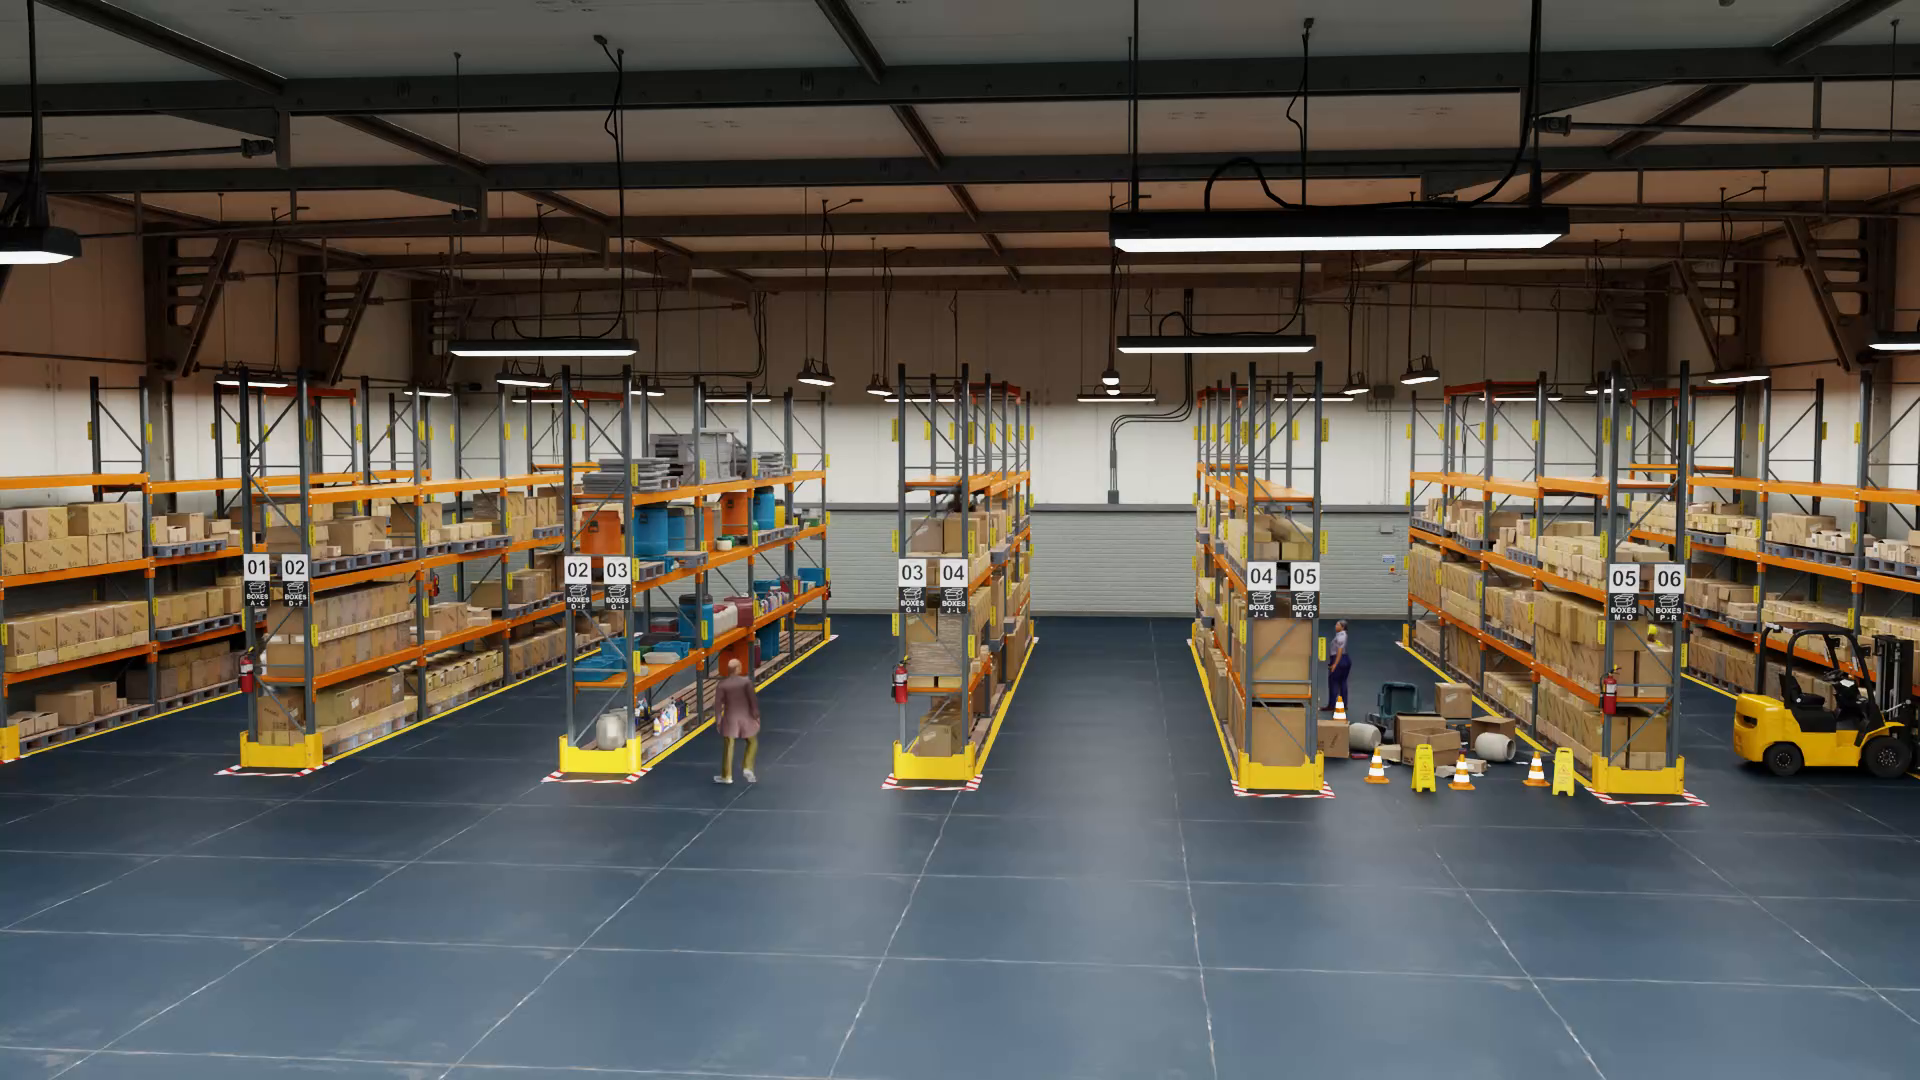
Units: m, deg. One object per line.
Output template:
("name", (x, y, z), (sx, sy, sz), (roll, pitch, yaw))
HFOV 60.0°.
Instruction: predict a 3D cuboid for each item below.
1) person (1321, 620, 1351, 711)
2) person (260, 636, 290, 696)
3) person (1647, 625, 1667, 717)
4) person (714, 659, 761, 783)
("person", (6.840, 2.266, 30.108), (0.413, 1.645, 0.549), (3, 5, 42))
("person", (-11.452, 2.396, 27.807), (0.424, 1.715, 0.609), (2, 4, 29))
("person", (11.786, 2.316, 28.569), (0.626, 1.735, 0.653), (-2, 4, -30))
("person", (-3.182, 2.682, 23.695), (0.690, 1.581, 0.509), (0, 4, -5))
